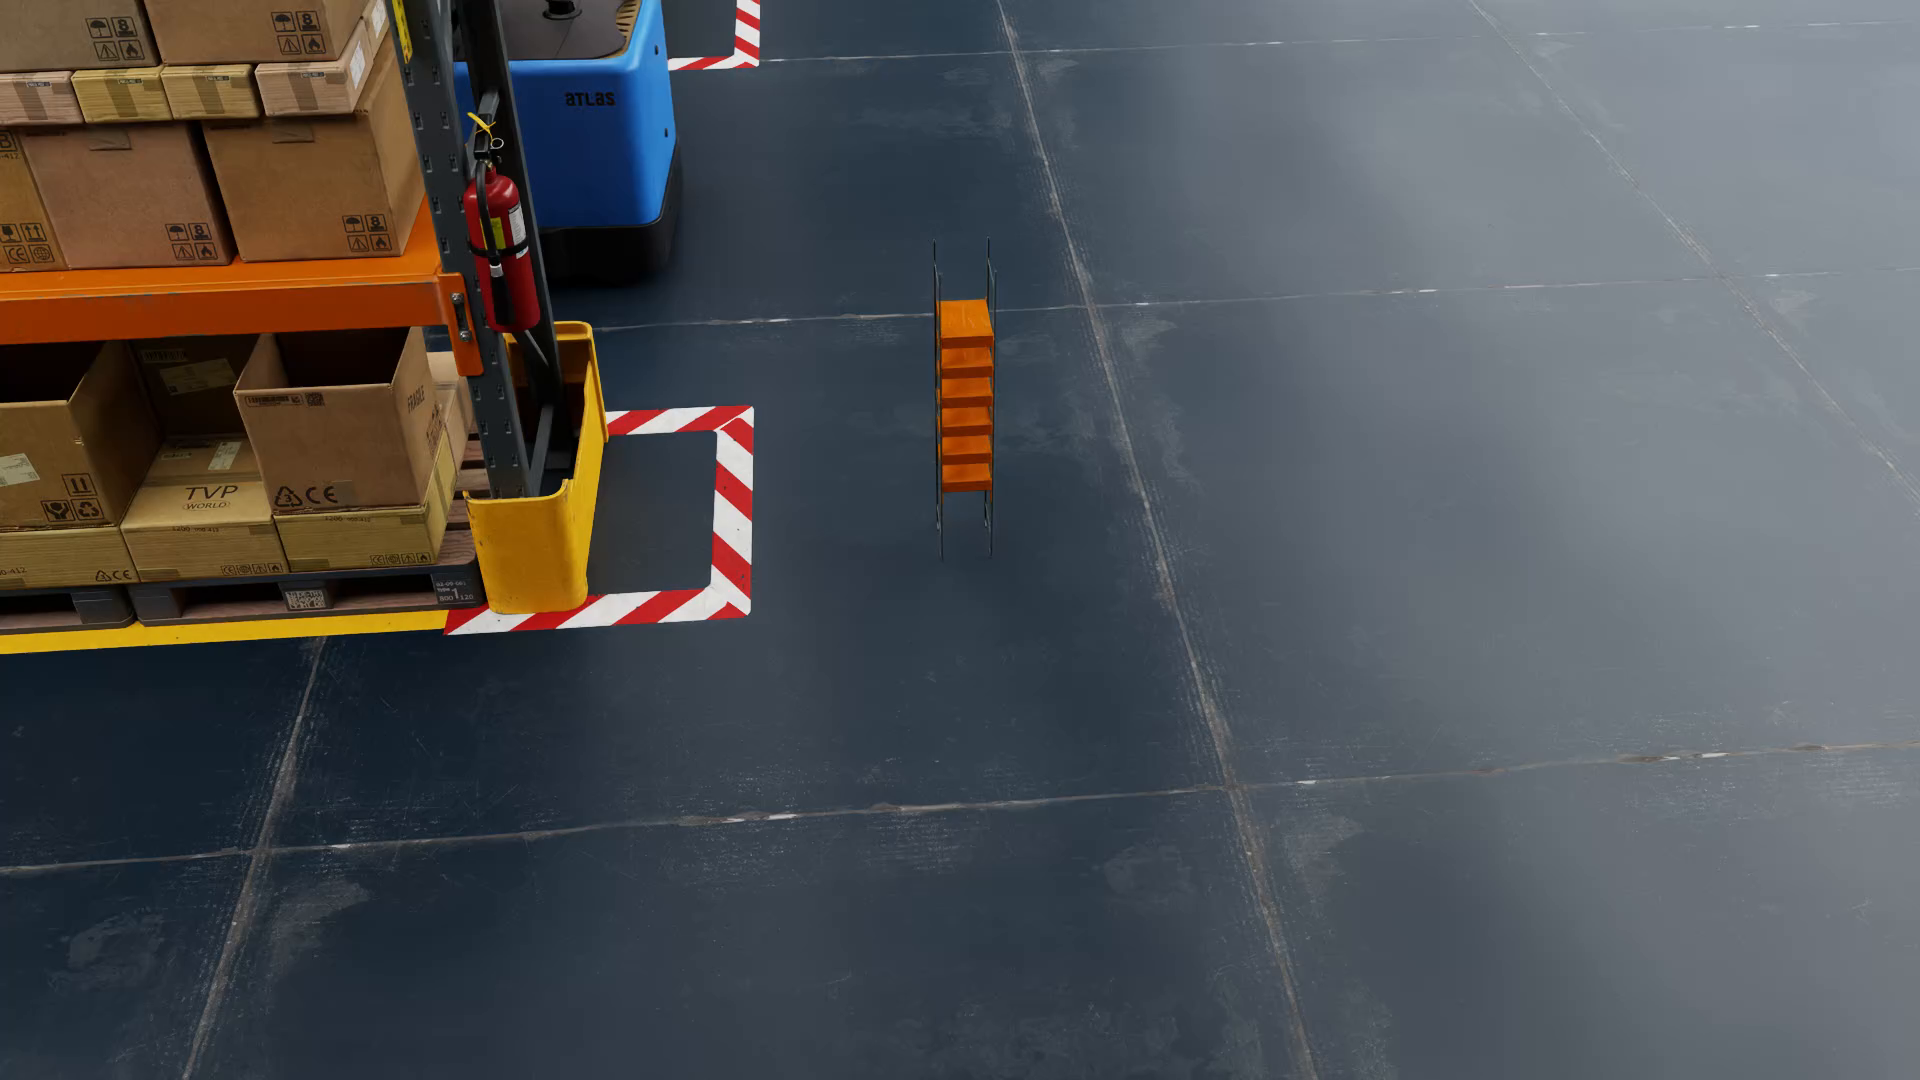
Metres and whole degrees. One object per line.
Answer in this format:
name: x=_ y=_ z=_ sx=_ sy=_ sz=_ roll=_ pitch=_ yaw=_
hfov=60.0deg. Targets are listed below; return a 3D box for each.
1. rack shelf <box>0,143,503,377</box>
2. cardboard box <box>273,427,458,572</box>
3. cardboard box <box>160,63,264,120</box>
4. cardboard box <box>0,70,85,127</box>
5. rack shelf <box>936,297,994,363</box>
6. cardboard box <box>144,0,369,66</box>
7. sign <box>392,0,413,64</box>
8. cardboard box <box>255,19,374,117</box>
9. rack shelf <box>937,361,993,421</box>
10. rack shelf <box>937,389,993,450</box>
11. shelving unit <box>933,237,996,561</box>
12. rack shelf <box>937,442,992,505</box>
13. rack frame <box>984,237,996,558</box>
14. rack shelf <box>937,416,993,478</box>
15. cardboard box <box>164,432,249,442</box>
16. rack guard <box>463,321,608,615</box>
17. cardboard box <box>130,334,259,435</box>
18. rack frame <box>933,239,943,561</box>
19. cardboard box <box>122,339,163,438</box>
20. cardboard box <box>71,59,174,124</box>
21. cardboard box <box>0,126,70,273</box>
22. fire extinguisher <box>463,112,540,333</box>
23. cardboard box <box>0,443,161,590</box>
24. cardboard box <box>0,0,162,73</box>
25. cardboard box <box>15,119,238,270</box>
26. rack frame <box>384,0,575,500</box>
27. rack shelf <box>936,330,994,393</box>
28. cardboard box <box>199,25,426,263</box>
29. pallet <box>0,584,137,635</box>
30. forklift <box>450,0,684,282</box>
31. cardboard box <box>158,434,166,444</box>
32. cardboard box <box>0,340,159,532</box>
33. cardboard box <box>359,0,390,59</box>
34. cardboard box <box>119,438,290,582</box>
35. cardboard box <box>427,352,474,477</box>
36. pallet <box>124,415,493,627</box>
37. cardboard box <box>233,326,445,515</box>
rack shelf: x=-3.579 y=-0.885 z=5.530 sx=4.000 sy=0.370 sz=1.077 roll=-3 pitch=38 yaw=-4
cardboard box: x=-2.095 y=-0.150 z=5.900 sx=0.500 sy=0.250 sz=0.500 roll=-3 pitch=38 yaw=-4
cardboard box: x=-2.211 y=-1.417 z=5.020 sx=0.250 sy=0.149 sz=0.380 roll=-2 pitch=38 yaw=-3
cardboard box: x=-2.716 y=-1.390 z=4.986 sx=0.250 sy=0.149 sz=0.380 roll=-3 pitch=38 yaw=-3
rack shelf: x=0.014 y=-0.720 z=5.684 sx=0.180 sy=0.103 sz=0.258 roll=-3 pitch=38 yaw=-4
cardboard box: x=-2.106 y=-1.805 z=4.988 sx=0.500 sy=0.500 sz=0.700 roll=-3 pitch=38 yaw=-4
sign: x=-1.552 y=-1.489 z=4.589 sx=0.005 sy=0.325 sz=0.100 roll=-3 pitch=38 yaw=-4
cardboard box: x=-1.950 y=-1.432 z=5.039 sx=0.250 sy=0.149 sz=0.380 roll=-4 pitch=38 yaw=-5
rack shelf: x=0.014 y=-0.531 z=5.833 sx=0.180 sy=0.103 sz=0.258 roll=-3 pitch=38 yaw=-4
rack shelf: x=0.014 y=-0.437 z=5.907 sx=0.180 sy=0.103 sz=0.258 roll=-3 pitch=38 yaw=-4
shelving unit: x=0.014 y=-0.472 z=5.879 sx=0.189 sy=1.200 sz=0.258 roll=-3 pitch=38 yaw=-4
rack shelf: x=0.014 y=-0.249 z=6.056 sx=0.180 sy=0.103 sz=0.258 roll=-3 pitch=38 yaw=-4
rack frame: x=0.106 y=-0.477 z=5.886 sx=0.006 sy=1.200 sz=0.240 roll=-3 pitch=38 yaw=-4
rack shelf: x=0.014 y=-0.343 z=5.981 sx=0.180 sy=0.103 sz=0.258 roll=-3 pitch=38 yaw=-4
cardboard box: x=-2.638 y=-0.440 z=6.267 sx=0.500 sy=0.250 sz=0.500 roll=-3 pitch=38 yaw=-4
rack guard: x=-1.563 y=-0.297 z=6.223 sx=0.348 sy=0.500 sz=1.175 roll=-3 pitch=38 yaw=-4
cardboard box: x=-2.638 y=-0.736 z=6.036 sx=0.500 sy=0.500 sz=0.500 roll=-3 pitch=38 yaw=-4
rack frame: x=-0.077 y=-0.467 z=5.873 sx=0.006 sy=1.200 sz=0.240 roll=-3 pitch=38 yaw=-4
cardboard box: x=-3.135 y=-0.700 z=5.992 sx=0.500 sy=0.500 sz=0.500 roll=-3 pitch=38 yaw=-4
cardboard box: x=-2.466 y=-1.403 z=5.002 sx=0.250 sy=0.149 sz=0.380 roll=-4 pitch=38 yaw=-5
cardboard box: x=-3.071 y=-1.243 z=5.323 sx=0.500 sy=0.500 sz=0.700 roll=-3 pitch=38 yaw=-4
fire extinguisher: x=-1.428 y=-0.966 z=5.116 sx=0.183 sy=0.674 sz=0.296 roll=-3 pitch=38 yaw=-4
cardboard box: x=-3.090 y=-0.087 z=5.820 sx=0.500 sy=0.250 sz=0.500 roll=-3 pitch=38 yaw=-4
cardboard box: x=-2.629 y=-1.773 z=4.947 sx=0.500 sy=0.500 sz=0.700 roll=-4 pitch=38 yaw=-5
cardboard box: x=-2.575 y=-1.267 z=5.353 sx=0.500 sy=0.500 sz=0.700 roll=-2 pitch=38 yaw=-3
rack frame: x=-1.587 y=-1.277 z=5.447 sx=0.127 sy=3.000 sz=1.000 roll=-3 pitch=38 yaw=-4
rack shelf: x=0.014 y=-0.625 z=5.758 sx=0.180 sy=0.103 sz=0.258 roll=-3 pitch=38 yaw=-4
cardboard box: x=-2.053 y=-1.298 z=5.393 sx=0.500 sy=0.500 sz=0.700 roll=-3 pitch=38 yaw=-4
pallet: x=-3.557 y=-0.049 z=6.142 sx=1.213 sy=0.211 sz=1.003 roll=-3 pitch=38 yaw=-4
forklift: x=-2.900 y=-2.617 z=7.201 sx=3.031 sy=2.935 sz=1.130 roll=-1 pitch=38 yaw=-2
cardboard box: x=-3.136 y=-0.413 z=6.233 sx=0.500 sy=0.250 sz=0.500 roll=-3 pitch=38 yaw=-4
cardboard box: x=-3.089 y=-0.380 z=5.585 sx=0.500 sy=0.500 sz=0.500 roll=-3 pitch=38 yaw=-4
cardboard box: x=-1.997 y=-1.682 z=5.356 sx=0.250 sy=0.149 sz=0.380 roll=-3 pitch=38 yaw=-4
cardboard box: x=-2.592 y=-0.116 z=5.856 sx=0.500 sy=0.250 sz=0.500 roll=-3 pitch=38 yaw=-4
cardboard box: x=-2.141 y=-0.470 z=6.305 sx=0.500 sy=0.250 sz=0.500 roll=-3 pitch=38 yaw=-4
pallet: x=-2.345 y=-0.114 z=6.224 sx=1.213 sy=0.211 sz=1.003 roll=-3 pitch=38 yaw=-4
cardboard box: x=-2.095 y=-0.444 z=5.666 sx=0.500 sy=0.500 sz=0.500 roll=-3 pitch=38 yaw=-4
